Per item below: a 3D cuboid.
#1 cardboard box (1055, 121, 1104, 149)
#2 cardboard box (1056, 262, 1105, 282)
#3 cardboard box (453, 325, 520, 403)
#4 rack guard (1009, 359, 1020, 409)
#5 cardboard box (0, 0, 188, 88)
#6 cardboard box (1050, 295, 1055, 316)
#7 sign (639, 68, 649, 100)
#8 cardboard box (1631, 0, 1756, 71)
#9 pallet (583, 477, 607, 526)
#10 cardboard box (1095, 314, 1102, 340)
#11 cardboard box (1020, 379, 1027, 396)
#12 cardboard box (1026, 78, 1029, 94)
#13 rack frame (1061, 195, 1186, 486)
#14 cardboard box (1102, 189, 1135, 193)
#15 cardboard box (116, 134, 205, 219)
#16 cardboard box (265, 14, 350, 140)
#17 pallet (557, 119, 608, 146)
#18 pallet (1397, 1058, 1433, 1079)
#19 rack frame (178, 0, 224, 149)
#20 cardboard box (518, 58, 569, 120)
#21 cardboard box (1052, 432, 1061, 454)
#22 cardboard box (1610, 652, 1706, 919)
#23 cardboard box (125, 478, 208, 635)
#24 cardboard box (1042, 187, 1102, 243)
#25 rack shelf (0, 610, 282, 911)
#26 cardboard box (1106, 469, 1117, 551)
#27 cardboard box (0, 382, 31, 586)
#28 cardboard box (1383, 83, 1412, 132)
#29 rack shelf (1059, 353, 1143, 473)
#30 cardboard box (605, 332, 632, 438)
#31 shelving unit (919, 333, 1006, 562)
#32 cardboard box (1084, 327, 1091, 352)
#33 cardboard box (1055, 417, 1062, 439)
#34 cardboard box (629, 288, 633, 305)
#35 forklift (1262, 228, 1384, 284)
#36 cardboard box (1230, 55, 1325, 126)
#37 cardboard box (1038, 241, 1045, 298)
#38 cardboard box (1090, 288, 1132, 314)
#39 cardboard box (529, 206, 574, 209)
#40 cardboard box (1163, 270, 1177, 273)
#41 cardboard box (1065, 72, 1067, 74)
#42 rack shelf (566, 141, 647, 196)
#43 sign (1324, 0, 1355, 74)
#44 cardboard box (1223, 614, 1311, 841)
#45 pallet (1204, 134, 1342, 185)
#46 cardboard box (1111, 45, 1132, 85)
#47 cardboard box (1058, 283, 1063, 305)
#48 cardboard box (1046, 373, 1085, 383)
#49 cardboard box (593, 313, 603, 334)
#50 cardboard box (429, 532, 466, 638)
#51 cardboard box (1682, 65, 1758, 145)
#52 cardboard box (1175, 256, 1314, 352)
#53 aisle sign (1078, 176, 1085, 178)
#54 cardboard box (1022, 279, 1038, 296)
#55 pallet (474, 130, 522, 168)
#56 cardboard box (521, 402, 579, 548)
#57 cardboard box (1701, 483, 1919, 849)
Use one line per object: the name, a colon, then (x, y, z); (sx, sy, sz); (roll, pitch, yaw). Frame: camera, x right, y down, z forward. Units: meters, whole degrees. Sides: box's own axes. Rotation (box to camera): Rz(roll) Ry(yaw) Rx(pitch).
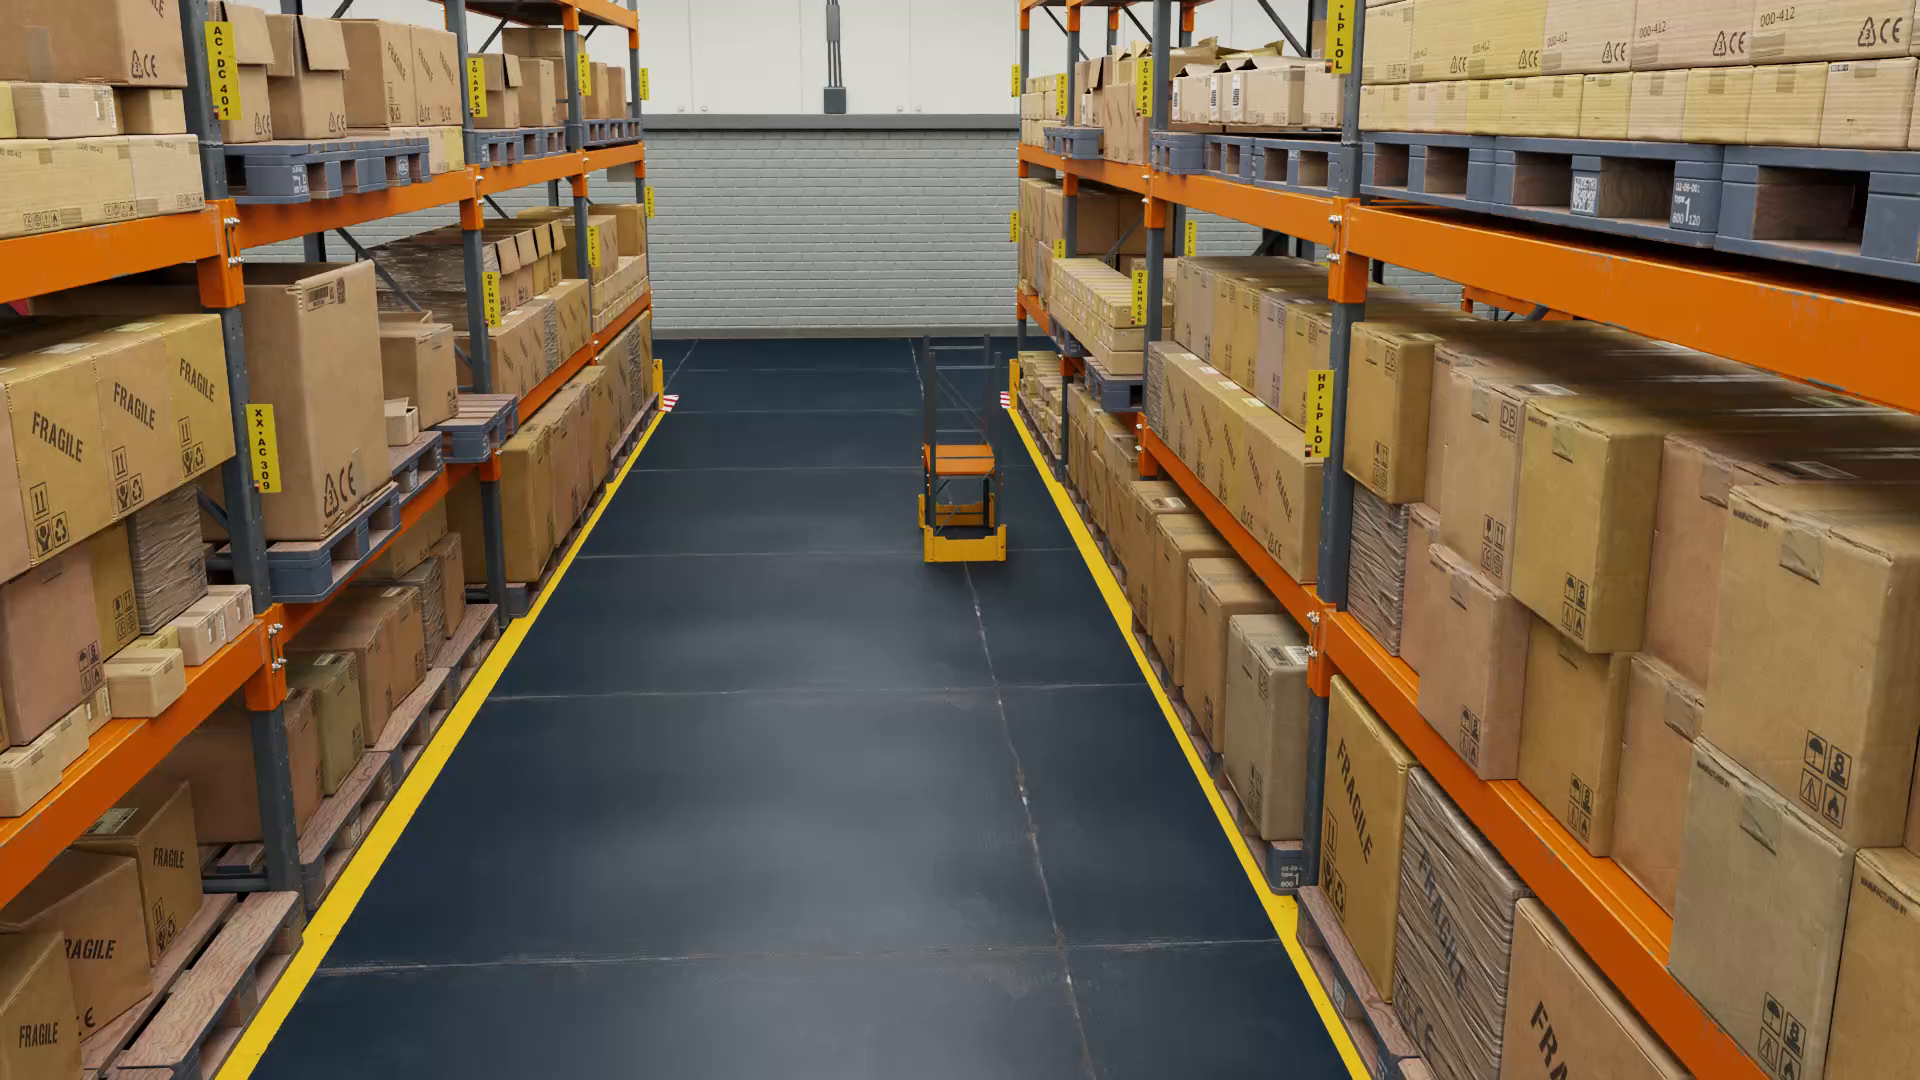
cardboard box: (1.078, -3.442, 14.166); (0.500, 0.250, 0.500); (-1, 14, -2)
cardboard box: (0.966, -2.140, 13.290); (0.380, 0.149, 0.250); (0, 14, -2)
cardboard box: (-3.090, -1.071, 10.470); (0.500, 0.500, 0.500); (0, 14, -2)
rack guard: (1.134, -1.709, 18.167); (1.175, 0.500, 0.348); (-1, 14, -3)
cardboard box: (-2.801, -1.682, 5.225); (0.500, 0.500, 0.500); (-1, 14, -5)
cardboard box: (0.943, -1.921, 13.633); (0.380, 0.149, 0.250); (-2, 15, -6)
sign: (-3.285, -4.736, 17.274); (0.100, 0.325, 0.005); (-1, 14, -3)
cardboard box: (1.751, -1.102, 3.432); (0.500, 0.250, 0.500); (-1, 14, -4)
pallet: (-3.456, -0.352, 13.469); (1.003, 0.211, 1.213); (-1, 14, -3)
cardboard box: (1.103, -1.423, 11.101); (0.380, 0.149, 0.250); (-1, 14, -2)
cardboard box: (0.843, -1.626, 17.706); (0.380, 0.149, 0.250); (-1, 14, -2)
cardboard box: (0.864, -4.538, 16.621); (0.380, 0.149, 0.250); (-1, 14, -4)
rack frame: (1.378, -1.944, 14.063); (1.000, 3.000, 0.127); (-1, 14, -3)
cardboard box: (1.545, -2.866, 14.840); (0.500, 0.500, 0.500); (-1, 14, -5)
cardboard box: (-2.795, -1.174, 5.350); (0.500, 0.250, 0.500); (0, 14, -1)
cardboard box: (-3.073, -1.962, 7.062); (0.797, 0.503, 0.637); (0, 14, -1)
pallet: (-3.619, -3.506, 14.292); (1.003, 0.211, 1.213); (-1, 14, -3)
pallet: (1.921, 1.890, 4.756); (1.003, 0.211, 1.213); (-1, 14, -3)
rack frame: (-3.084, -2.809, 5.383); (1.000, 3.000, 0.127); (-1, 14, -3)
cardboard box: (-3.688, -3.839, 14.165); (0.700, 0.500, 0.500); (-2, 15, -7)
cardboard box: (1.013, -0.859, 14.724); (0.380, 0.149, 0.250); (-1, 14, -3)
cardboard box: (2.088, 0.598, 3.880); (0.875, 0.550, 0.550); (-1, 14, -3)
cardboard box: (-3.117, 0.017, 5.642); (0.875, 0.500, 0.500); (-1, 14, -3)
cardboard box: (1.024, -2.990, 15.322); (0.500, 0.500, 0.500); (-1, 14, -2)
rack shelf: (-2.960, 0.943, 4.287); (1.077, 0.370, 4.000); (-1, 14, -3)
cardboard box: (1.295, -0.231, 11.578); (0.500, 0.500, 0.500); (0, 14, -1)
cardboard box: (-2.691, -0.099, 4.087); (0.500, 0.500, 0.500); (-1, 14, -3)
cardboard box: (1.574, -1.377, 5.300); (0.380, 0.149, 0.250); (-1, 14, -3)
rack shelf: (1.501, -1.098, 12.219); (1.077, 0.370, 4.000); (-1, 14, -3)
cardboard box: (-3.596, -1.456, 15.588); (0.875, 0.875, 0.875); (-1, 14, -3)
shelving unit: (0.005, -0.707, 12.266); (0.587, 1.500, 1.083); (-1, 14, -3)
cardboard box: (1.076, -1.401, 11.615); (0.380, 0.149, 0.250); (-2, 15, -6)
cardboard box: (1.041, -0.984, 14.614); (0.380, 0.149, 0.250); (-1, 14, -2)
cardboard box: (-3.395, -2.364, 16.198); (0.380, 0.149, 0.250); (-1, 14, -3)
forklift: (3.232, -2.027, 14.523); (1.130, 2.935, 3.031); (-2, 15, -6)
cardboard box: (1.545, -2.048, 7.584); (0.500, 0.311, 0.500); (-1, 14, -5)
cardboard box: (1.005, -2.505, 15.447); (0.500, 0.500, 0.500); (-1, 14, -4)
cardboard box: (1.088, -1.628, 11.301); (0.380, 0.149, 0.250); (0, 14, -2)
cardboard box: (-4.036, -3.074, 16.654); (0.500, 0.500, 0.500); (-1, 14, -5)
cardboard box: (1.657, -1.960, 12.590); (0.380, 0.149, 0.250); (-1, 14, -5)
cardboard box: (1.085, -3.833, 13.882); (0.380, 0.149, 0.250); (-2, 15, -6)
rack shelf: (-3.703, -3.494, 15.512); (1.077, 0.370, 4.000); (-1, 14, -3)
sign: (1.332, -1.799, 5.811); (0.100, 0.325, 0.005); (-1, 14, -3)
cardboard box: (1.745, 0.779, 7.153); (1.050, 0.750, 0.750); (-1, 14, -4)
pallet: (1.790, -1.873, 8.146); (1.003, 0.211, 1.213); (0, 14, -1)
cardboard box: (1.241, -3.237, 11.332); (0.396, 0.266, 0.258); (-1, 14, -3)
cardboard box: (0.977, -1.936, 13.097); (0.380, 0.149, 0.250); (-1, 14, -2)
cardboard box: (1.035, -1.526, 16.123); (0.380, 0.149, 0.250); (-1, 14, -3)
cardboard box: (-3.265, -1.850, 14.200); (0.380, 0.149, 0.250); (-1, 14, -3)
cardboard box: (-3.270, 0.266, 9.607); (0.700, 0.500, 0.500); (-2, 15, -6)
cardboard box: (1.699, -0.873, 3.342); (0.380, 0.149, 0.250); (-1, 14, -4)
cardboard box: (1.643, -1.370, 9.625); (0.700, 0.500, 0.500); (-1, 14, -4)
aisle sign: (1.425, -4.221, 17.694); (0.394, 0.787, 0.004); (-1, 14, -3)
cardboard box: (0.843, -2.601, 17.121); (0.380, 0.149, 0.250); (-1, 14, -5)
pallet: (-3.424, -2.418, 10.265); (1.213, 0.211, 1.003); (0, 14, -1)
cardboard box: (-3.401, -0.466, 11.739); (1.225, 0.875, 0.875); (-1, 14, -3)
cardboard box: (2.011, 0.216, 3.197); (0.875, 0.550, 0.550); (-1, 14, -3)
